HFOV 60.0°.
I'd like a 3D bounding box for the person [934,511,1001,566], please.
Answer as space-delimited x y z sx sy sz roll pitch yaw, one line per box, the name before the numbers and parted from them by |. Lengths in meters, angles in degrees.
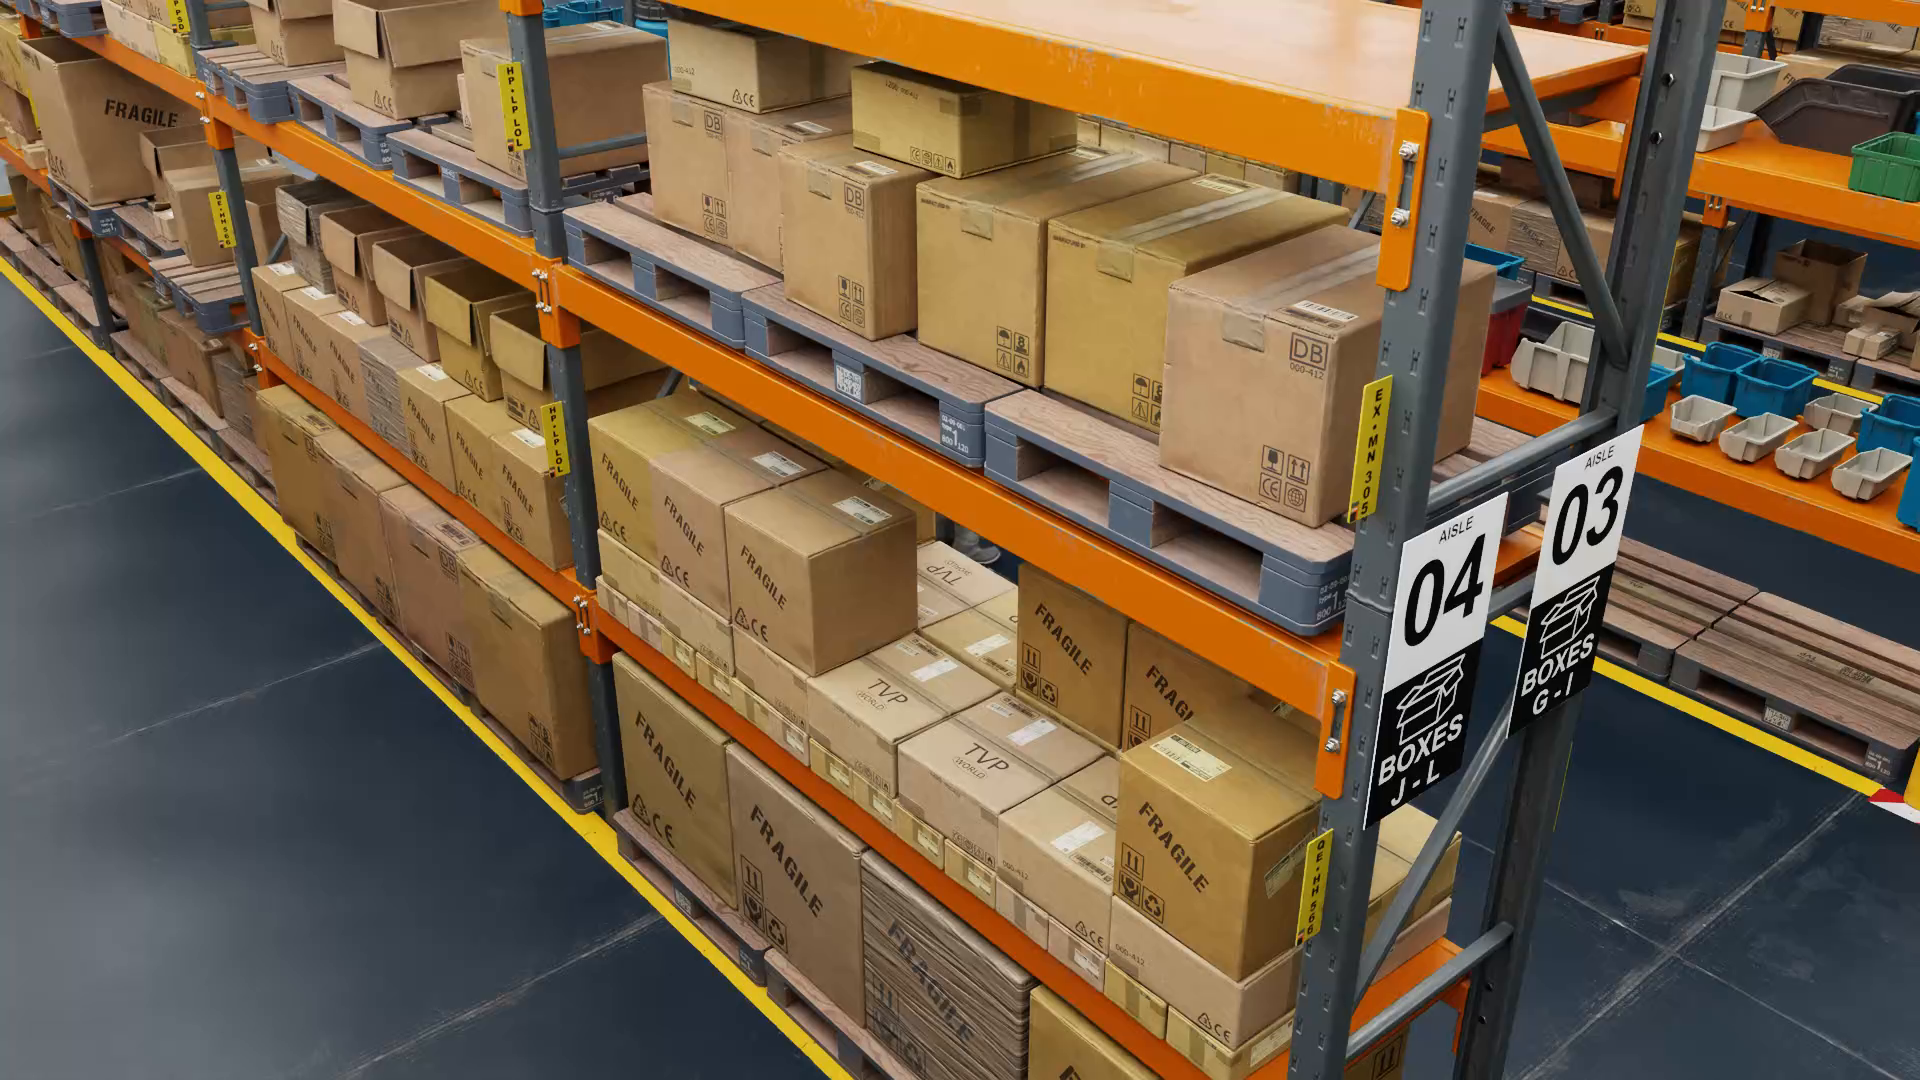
person | 0.018 -0.710 9.920 0.545 1.775 0.521 -22 35 -35
